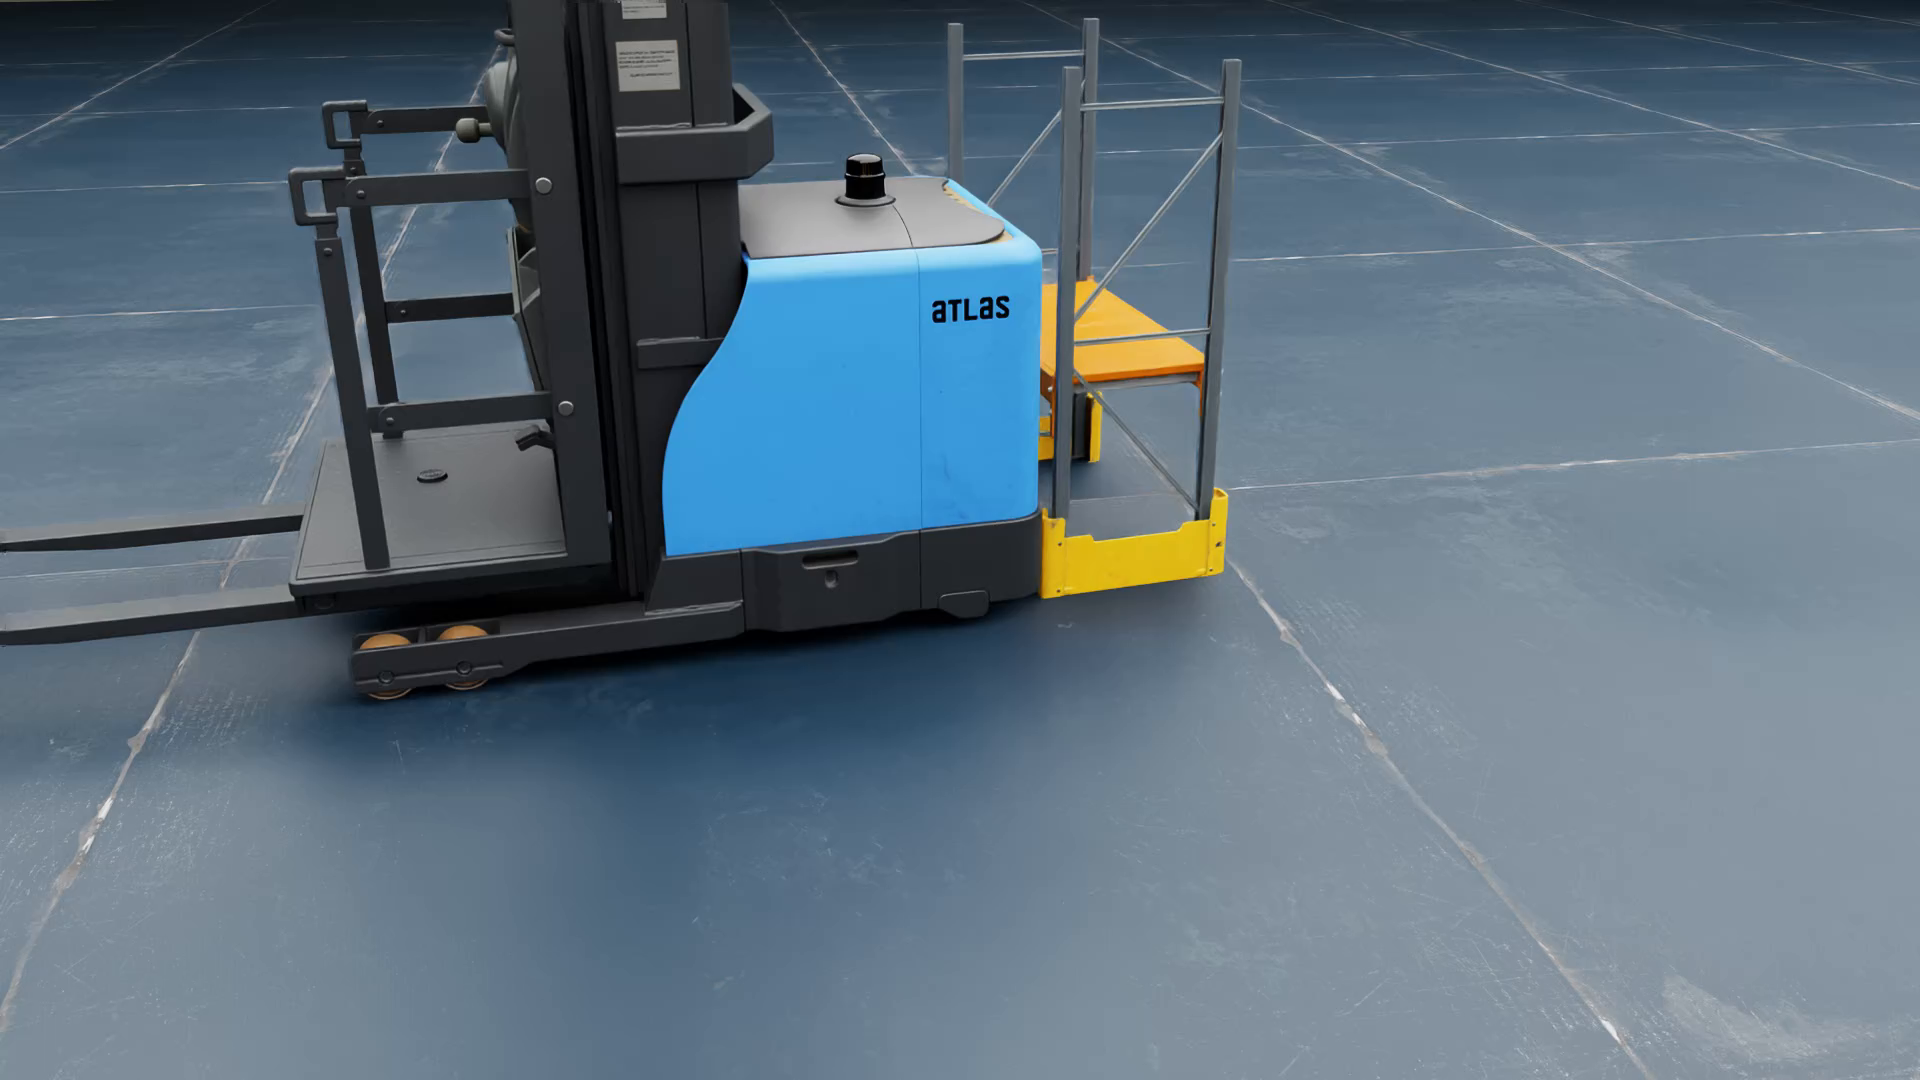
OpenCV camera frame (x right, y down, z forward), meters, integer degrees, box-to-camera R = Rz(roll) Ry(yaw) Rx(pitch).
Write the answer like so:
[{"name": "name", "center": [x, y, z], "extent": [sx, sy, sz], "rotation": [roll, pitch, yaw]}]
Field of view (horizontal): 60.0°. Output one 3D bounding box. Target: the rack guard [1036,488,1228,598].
[{"name": "rack guard", "center": [0.508, 0.007, 4.923], "extent": [0.587, 0.250, 0.087], "rotation": [-7, 25, -16]}]

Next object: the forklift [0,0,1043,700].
[{"name": "forklift", "center": [-1.343, -1.165, 4.255], "extent": [3.031, 2.935, 1.130], "rotation": [-6, 24, -14]}]

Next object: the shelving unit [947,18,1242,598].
[{"name": "shelving unit", "center": [0.358, -0.756, 5.108], "extent": [0.587, 1.500, 1.083], "rotation": [-7, 25, -16]}]

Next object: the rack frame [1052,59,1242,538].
[{"name": "rack frame", "center": [0.508, -0.566, 4.671], "extent": [0.500, 1.500, 0.032], "rotation": [-7, 25, -16]}]

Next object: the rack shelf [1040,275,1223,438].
[{"name": "rack shelf", "center": [0.355, -0.595, 5.188], "extent": [0.538, 0.185, 1.000], "rotation": [-7, 25, -16]}]

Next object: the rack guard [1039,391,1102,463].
[{"name": "rack guard", "center": [0.208, -0.374, 5.793], "extent": [0.587, 0.250, 0.087], "rotation": [-7, 25, -16]}]

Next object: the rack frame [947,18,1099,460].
[{"name": "rack frame", "center": [0.202, -0.954, 5.560], "extent": [0.500, 1.500, 0.032], "rotation": [-7, 25, -16]}]
